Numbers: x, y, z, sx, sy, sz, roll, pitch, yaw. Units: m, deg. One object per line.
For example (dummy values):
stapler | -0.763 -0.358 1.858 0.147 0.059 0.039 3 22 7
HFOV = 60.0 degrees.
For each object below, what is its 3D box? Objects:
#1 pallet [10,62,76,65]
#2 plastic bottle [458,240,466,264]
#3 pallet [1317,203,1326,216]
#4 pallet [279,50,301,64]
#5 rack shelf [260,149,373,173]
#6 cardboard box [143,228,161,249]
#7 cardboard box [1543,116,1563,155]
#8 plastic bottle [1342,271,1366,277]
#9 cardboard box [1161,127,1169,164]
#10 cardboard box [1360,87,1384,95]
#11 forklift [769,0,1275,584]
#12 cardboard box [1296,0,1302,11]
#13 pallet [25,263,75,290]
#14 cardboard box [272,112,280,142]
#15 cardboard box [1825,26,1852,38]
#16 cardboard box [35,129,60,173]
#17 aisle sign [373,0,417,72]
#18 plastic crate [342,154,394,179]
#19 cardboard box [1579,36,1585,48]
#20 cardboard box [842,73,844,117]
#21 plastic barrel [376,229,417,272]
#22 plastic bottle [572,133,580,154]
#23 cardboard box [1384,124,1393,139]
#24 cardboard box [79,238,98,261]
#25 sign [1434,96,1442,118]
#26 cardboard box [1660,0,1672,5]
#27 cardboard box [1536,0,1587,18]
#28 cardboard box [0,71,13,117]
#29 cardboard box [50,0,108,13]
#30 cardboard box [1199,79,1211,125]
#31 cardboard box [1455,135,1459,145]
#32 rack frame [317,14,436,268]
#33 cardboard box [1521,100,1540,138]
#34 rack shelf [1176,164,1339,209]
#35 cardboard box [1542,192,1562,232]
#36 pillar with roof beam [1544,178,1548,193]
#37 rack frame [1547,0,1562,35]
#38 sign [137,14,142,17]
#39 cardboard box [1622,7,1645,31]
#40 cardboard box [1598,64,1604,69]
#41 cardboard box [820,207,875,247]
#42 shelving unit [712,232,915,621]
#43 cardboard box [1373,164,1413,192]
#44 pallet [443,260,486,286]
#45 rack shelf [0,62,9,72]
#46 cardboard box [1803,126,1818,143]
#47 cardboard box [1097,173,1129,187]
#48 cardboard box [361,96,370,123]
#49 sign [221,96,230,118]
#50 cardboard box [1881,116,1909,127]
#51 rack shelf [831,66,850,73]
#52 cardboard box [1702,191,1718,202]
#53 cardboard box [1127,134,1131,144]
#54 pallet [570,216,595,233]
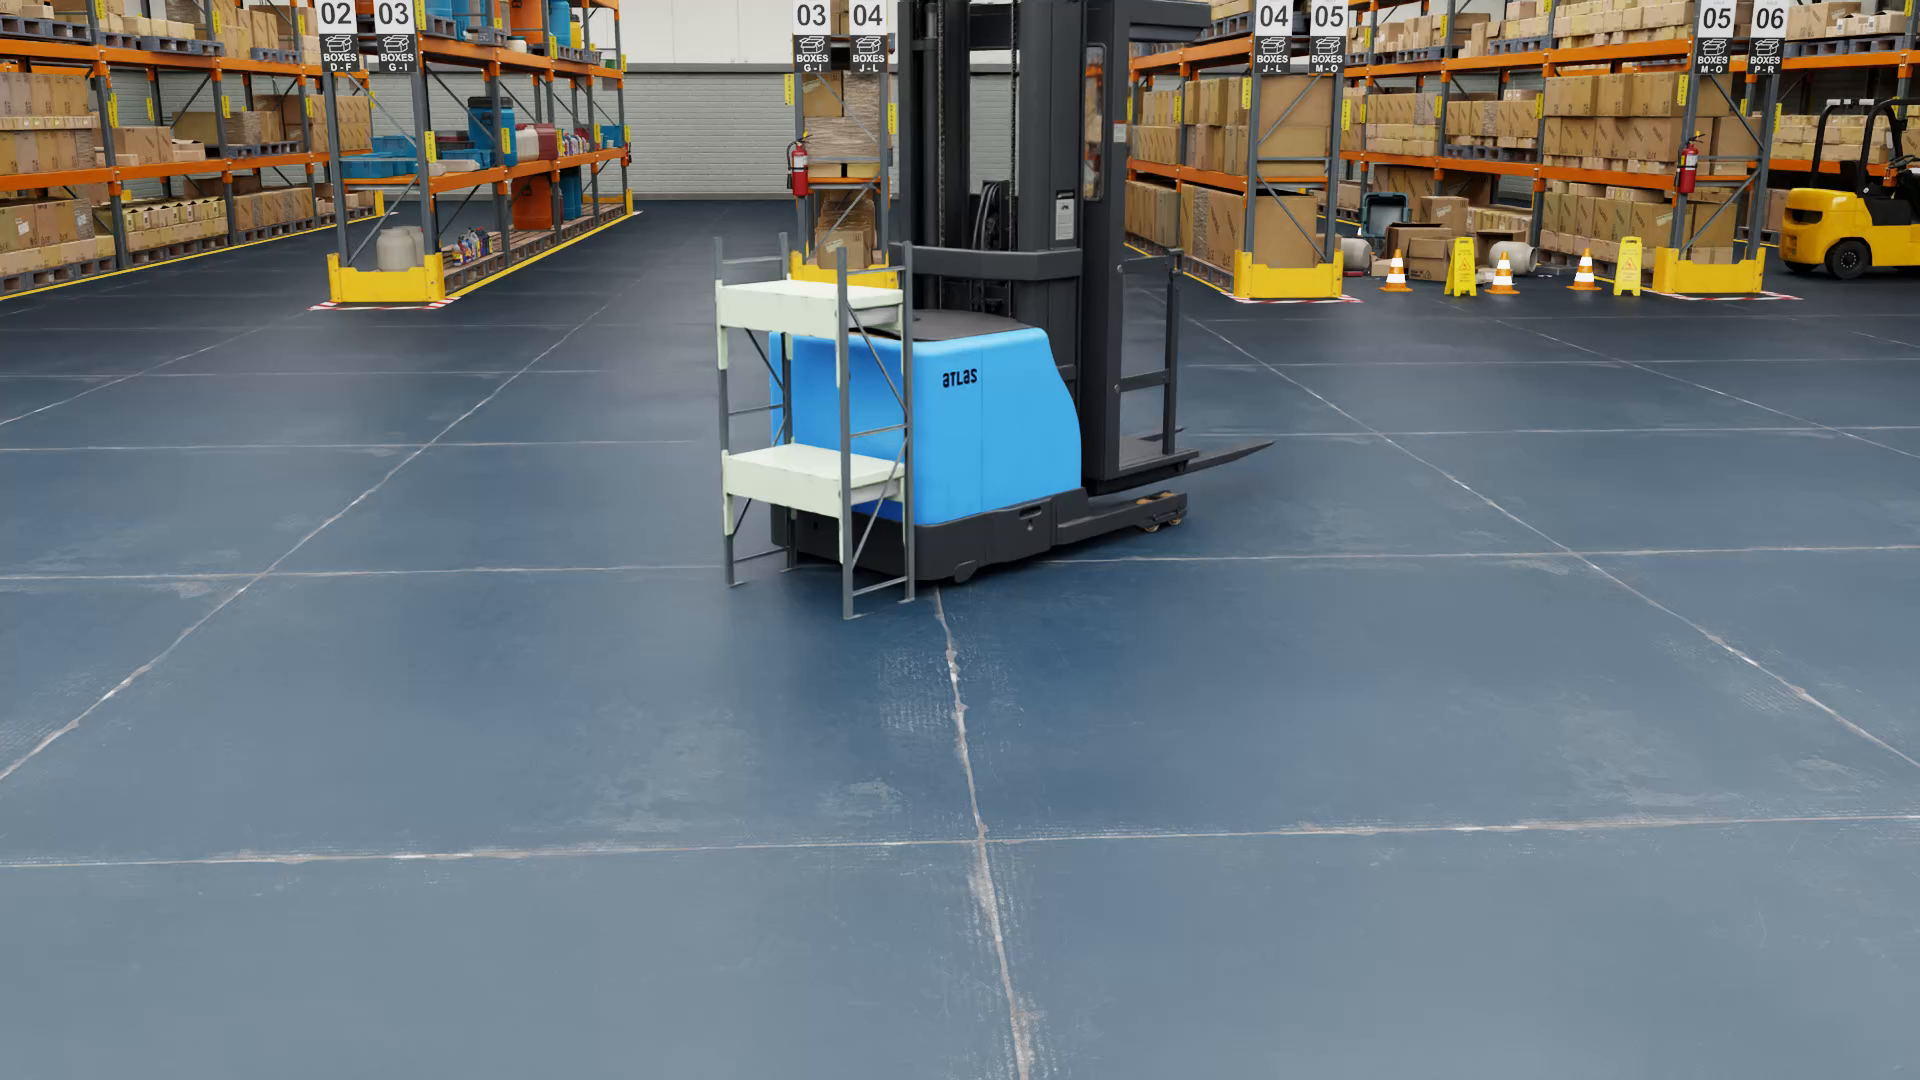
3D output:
pallet | -16.971 -8.820 30.446 1.003 0.211 1.213 -1 14 -3
plastic bottle | -6.023 -3.483 20.111 0.061 0.283 0.133 -1 14 -3
pallet | 7.744 -6.733 33.773 1.003 0.211 1.213 -1 14 -3
pallet | -11.943 -8.180 28.157 1.213 0.211 1.003 -1 14 -3
rack shelf | -12.038 -7.131 31.164 1.077 0.370 4.000 -1 14 -3
cardboard box | -11.226 -4.095 22.598 0.500 0.250 0.500 -1 14 -2
cardboard box | 8.109 -5.376 22.103 0.500 0.500 0.500 -1 14 -4
plastic bottle | 4.958 -3.347 20.911 0.283 0.061 0.133 -6 16 -23
cardboard box | 3.096 -5.495 23.164 0.500 0.500 0.500 -1 14 -4
cardboard box | 7.528 -8.205 30.388 0.380 0.149 0.250 -1 14 -5
forklift | 0.490 -1.532 8.098 1.130 2.935 3.031 13 19 41
cardboard box | 3.956 -5.937 18.523 0.380 0.149 0.250 -1 14 -3
pallet | -11.332 -3.139 19.803 1.003 0.211 1.213 -1 14 -3
cardboard box | -12.108 -7.112 28.605 0.700 0.500 0.500 -6 16 -22
cardboard box | 12.895 -7.418 24.278 0.380 0.149 0.250 -1 14 -4
cardboard box | -11.318 -4.674 19.973 0.700 0.500 0.500 -1 14 -3
aisle sign | -5.929 -5.318 17.460 0.394 0.787 0.004 -1 14 -3
plastic crate | -6.556 -4.121 18.320 0.499 0.251 0.616 -1 14 -3
cardboard box | 8.221 -6.421 21.446 0.380 0.149 0.250 -1 14 -3
cardboard box | -1.652 -5.332 19.926 0.500 0.500 0.500 -1 14 -3
plastic barrel | -6.343 -3.234 18.725 0.421 0.512 0.421 0 14 0
plastic bottle | -6.575 -6.764 28.394 0.144 0.351 0.185 -1 14 -3
cardboard box | 7.675 -7.087 28.849 0.500 0.250 0.500 -1 14 -3
cardboard box | -11.150 -3.627 20.780 0.500 0.250 0.500 -1 14 -3
sign | 7.559 -6.843 26.280 0.100 0.325 0.005 -1 14 -3
cardboard box | 8.281 -6.227 19.092 0.380 0.149 0.250 -1 14 -4
cardboard box | 8.197 -7.265 22.677 0.500 0.250 0.500 -1 14 -2
cardboard box | -11.260 -5.059 18.867 0.700 0.500 0.500 -1 14 -3
cardboard box | -11.417 -7.093 21.506 0.500 0.500 0.500 -1 14 -3
cardboard box | 3.461 -5.427 20.633 0.875 0.550 0.550 -1 14 -3
cardboard box | 7.931 -6.219 25.839 0.380 0.149 0.250 -2 15 -7
rack frame | -6.226 -4.073 17.836 1.000 3.000 0.127 -1 14 -3
cardboard box | 8.103 -5.804 22.925 0.500 0.500 0.500 -1 14 -4
rack shelf | 3.550 -4.350 20.356 1.077 0.370 4.000 -1 14 -3
cardboard box | 8.127 -4.381 22.204 0.500 0.500 0.500 0 14 -1
pillar with roof beam | 9.007 -11.882 36.149 9.100 9.000 0.400 -1 14 -3
rack frame | 8.360 -8.202 21.847 1.000 3.000 0.127 -1 14 -3
sign | -12.208 -7.682 24.806 0.100 0.325 0.005 -1 14 -3
cardboard box | 8.241 -6.204 19.801 0.500 0.250 0.500 0 14 -2
cardboard box | 12.462 -9.099 31.854 0.380 0.149 0.250 -1 14 -3
cardboard box | -1.547 -4.300 22.851 0.700 0.500 0.500 -2 15 -8
shelving unit | -0.607 -0.496 6.943 0.755 1.500 0.431 12 19 40
cardboard box | 7.983 -6.308 29.945 0.875 0.875 0.875 0 14 -2
pallet | -6.395 -3.245 20.216 1.003 0.211 1.213 -1 14 -3
rack shelf | -16.734 -7.511 26.623 1.077 0.370 4.000 -1 14 -3
cardboard box | 12.951 -6.043 24.791 0.500 0.250 0.500 -1 14 -3
cardboard box | 2.712 -6.353 29.368 0.500 0.250 0.500 -2 15 -6
cardboard box | -11.860 -8.403 32.457 0.500 0.500 0.500 -1 14 -4
sign | -11.112 -6.557 25.167 0.100 0.325 0.005 -1 14 -3
cardboard box | 13.071 -5.819 23.119 0.380 0.149 0.250 0 14 -2
rack shelf | -1.902 -7.741 27.515 1.077 0.370 4.000 -1 14 -3
cardboard box | 12.805 -5.589 27.901 0.500 0.500 0.500 -1 14 -4
cardboard box | 2.689 -6.388 26.494 0.380 0.149 0.250 -1 14 -3
pallet | -6.964 -5.514 29.034 1.003 0.211 1.213 -1 14 -3
